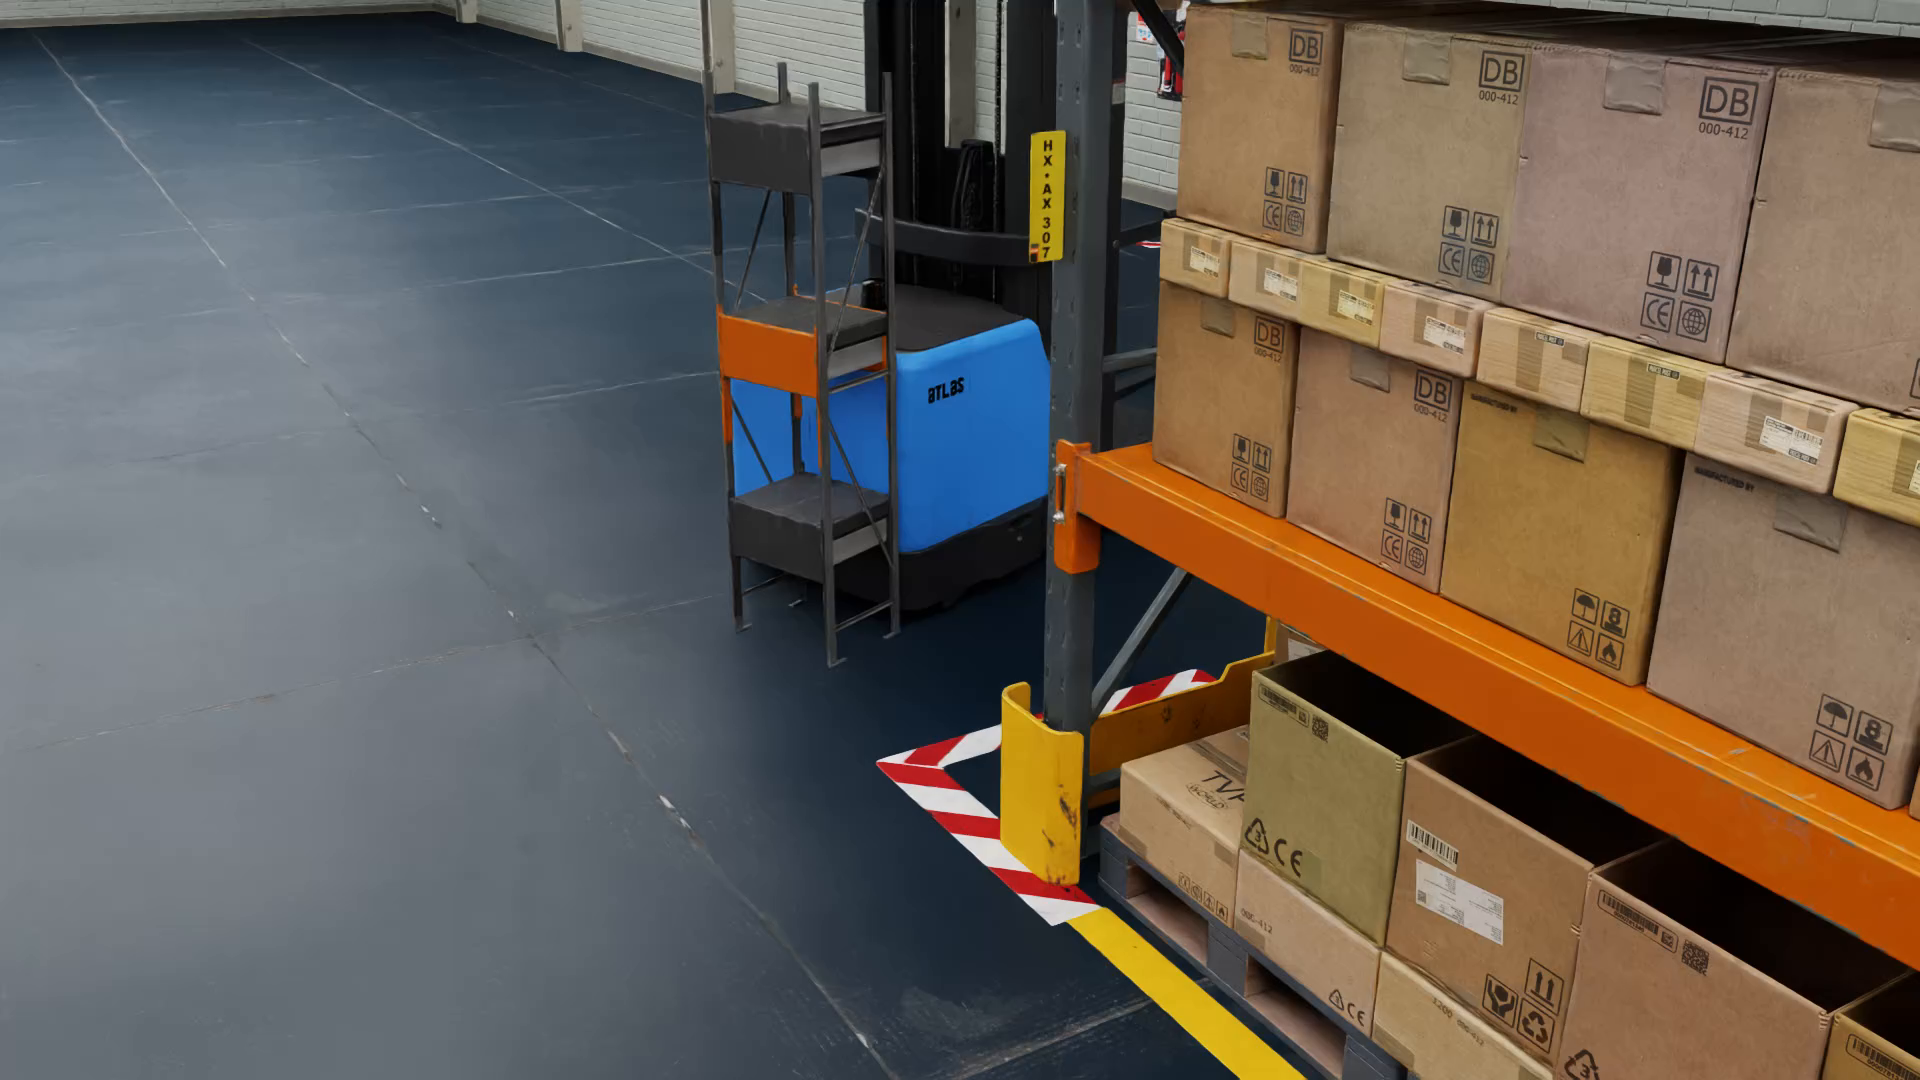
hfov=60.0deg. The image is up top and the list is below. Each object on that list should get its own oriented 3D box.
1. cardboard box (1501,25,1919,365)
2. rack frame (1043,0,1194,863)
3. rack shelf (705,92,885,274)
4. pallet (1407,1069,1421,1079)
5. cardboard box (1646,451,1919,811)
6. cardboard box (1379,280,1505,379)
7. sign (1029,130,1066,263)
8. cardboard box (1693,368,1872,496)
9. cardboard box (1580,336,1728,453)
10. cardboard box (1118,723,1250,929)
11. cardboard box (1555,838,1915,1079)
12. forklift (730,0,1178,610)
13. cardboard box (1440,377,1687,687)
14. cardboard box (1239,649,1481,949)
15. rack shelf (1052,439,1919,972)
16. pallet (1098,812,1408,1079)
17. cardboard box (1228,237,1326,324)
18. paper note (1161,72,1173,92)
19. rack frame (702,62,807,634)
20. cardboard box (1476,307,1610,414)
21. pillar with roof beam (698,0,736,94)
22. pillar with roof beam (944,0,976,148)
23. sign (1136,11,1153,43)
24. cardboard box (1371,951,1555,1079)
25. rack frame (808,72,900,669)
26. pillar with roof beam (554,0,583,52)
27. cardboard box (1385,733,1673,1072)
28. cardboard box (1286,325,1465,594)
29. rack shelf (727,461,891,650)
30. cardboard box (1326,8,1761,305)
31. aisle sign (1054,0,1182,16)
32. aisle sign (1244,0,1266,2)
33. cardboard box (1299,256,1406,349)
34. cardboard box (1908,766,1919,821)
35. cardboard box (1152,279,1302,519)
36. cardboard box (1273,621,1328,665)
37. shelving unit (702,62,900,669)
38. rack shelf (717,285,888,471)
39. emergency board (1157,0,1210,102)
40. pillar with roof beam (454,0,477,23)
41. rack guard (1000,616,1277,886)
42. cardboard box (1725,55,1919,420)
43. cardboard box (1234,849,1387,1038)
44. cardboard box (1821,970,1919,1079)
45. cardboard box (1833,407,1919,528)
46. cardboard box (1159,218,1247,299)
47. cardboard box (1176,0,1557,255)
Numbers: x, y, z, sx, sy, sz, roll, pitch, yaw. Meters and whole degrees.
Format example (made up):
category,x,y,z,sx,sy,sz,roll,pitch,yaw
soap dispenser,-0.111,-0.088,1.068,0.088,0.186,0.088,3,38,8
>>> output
category,x,y,z,sx,sy,sz,roll,pitch,yaw
cardboard box,1.487,-0.678,3.140,0.700,0.500,0.500,-12,25,-28
rack frame,0.701,-0.534,4.641,1.000,3.000,0.127,-13,25,-28
rack shelf,-0.552,-1.249,5.773,0.480,0.518,0.431,16,27,35
pallet,1.747,1.392,3.606,1.003,0.211,1.213,-13,25,-28
cardboard box,1.721,0.074,3.012,0.700,0.500,0.500,-12,25,-27
cardboard box,1.107,-0.464,3.475,0.380,0.149,0.250,-13,26,-29
sign,0.221,-0.867,4.205,0.100,0.325,0.005,-13,25,-28
cardboard box,1.501,-0.214,2.861,0.380,0.149,0.250,-12,25,-28
cardboard box,1.376,-0.296,3.061,0.380,0.149,0.250,-13,25,-29
cardboard box,0.783,0.762,4.547,0.500,0.250,0.500,-13,25,-28
cardboard box,1.547,0.901,3.210,0.500,0.500,0.500,-13,25,-28
forklift,0.374,-1.566,7.271,1.130,2.935,3.031,17,28,36
cardboard box,1.449,-0.095,3.430,0.700,0.500,0.500,-12,25,-28
cardboard box,1.041,0.576,4.009,0.500,0.500,0.500,-13,25,-28
rack shelf,1.722,0.447,3.183,1.077,0.370,4.000,-13,25,-28
pallet,1.127,0.998,4.577,1.003,0.211,1.213,-13,25,-28
cardboard box,0.853,-0.627,3.876,0.380,0.149,0.250,-13,26,-30
paper note,1.733,-3.840,13.944,0.016,0.148,0.142,-13,25,-28
rack frame,-0.745,-0.670,6.170,0.015,2.100,0.400,16,27,35
cardboard box,1.245,-0.378,3.264,0.380,0.149,0.250,-14,26,-30
pillar with roof beam,-6.837,-9.205,18.008,9.100,9.000,0.400,-13,25,-28
pillar with roof beam,-3.772,-7.263,13.230,9.100,9.000,0.400,-13,25,-28
sign,1.571,-4.392,14.087,0.001,0.329,0.234,-13,25,-28
cardboard box,1.297,1.085,3.752,0.500,0.250,0.500,-13,25,-28
rack frame,-0.360,-0.556,5.892,0.015,2.100,0.400,16,27,35
pillar with roof beam,-9.902,-11.148,22.787,9.100,9.000,0.400,-13,25,-28
cardboard box,1.307,0.735,3.616,0.500,0.500,0.500,-13,25,-28
cardboard box,1.201,-0.257,3.828,0.700,0.500,0.500,-12,25,-27
rack shelf,-0.552,0.048,6.300,0.480,0.518,0.431,16,27,35
cardboard box,1.229,-0.841,3.541,0.700,0.500,0.500,-13,26,-30
aisle sign,0.404,-1.700,4.059,0.394,0.787,0.004,-13,25,-28
aisle sign,0.920,-1.816,4.343,0.394,0.787,0.004,-13,25,-28
cardboard box,0.980,-0.546,3.677,0.380,0.149,0.250,-12,25,-28
cardboard box,1.984,0.240,2.605,0.700,0.500,0.500,-12,25,-27
cardboard box,0.928,-0.426,4.244,0.700,0.500,0.500,-13,25,-28
cardboard box,1.231,0.315,4.652,0.500,0.500,0.500,-13,25,-28
shelving unit,-0.552,-0.613,6.031,0.503,2.100,0.431,16,27,35
rack shelf,-0.552,-0.600,6.036,0.480,0.518,0.431,16,27,35
emergency board,1.764,-4.177,13.604,0.194,1.169,0.643,-13,25,-28
pillar with roof beam,-12.967,-13.090,27.565,9.100,9.000,0.400,-13,25,-28
rack guard,0.689,0.617,5.131,1.175,0.500,0.348,-13,25,-28
cardboard box,1.743,-0.516,2.741,0.700,0.500,0.500,-13,25,-28
cardboard box,1.042,0.923,4.151,0.500,0.250,0.500,-13,25,-28
cardboard box,1.815,1.060,2.819,0.500,0.500,0.500,-13,25,-28
cardboard box,1.635,-0.129,2.651,0.380,0.149,0.250,-12,25,-27
cardboard box,0.716,-0.712,4.085,0.380,0.149,0.250,-13,25,-29
cardboard box,0.955,-1.010,3.958,0.700,0.500,0.500,-13,25,-28
